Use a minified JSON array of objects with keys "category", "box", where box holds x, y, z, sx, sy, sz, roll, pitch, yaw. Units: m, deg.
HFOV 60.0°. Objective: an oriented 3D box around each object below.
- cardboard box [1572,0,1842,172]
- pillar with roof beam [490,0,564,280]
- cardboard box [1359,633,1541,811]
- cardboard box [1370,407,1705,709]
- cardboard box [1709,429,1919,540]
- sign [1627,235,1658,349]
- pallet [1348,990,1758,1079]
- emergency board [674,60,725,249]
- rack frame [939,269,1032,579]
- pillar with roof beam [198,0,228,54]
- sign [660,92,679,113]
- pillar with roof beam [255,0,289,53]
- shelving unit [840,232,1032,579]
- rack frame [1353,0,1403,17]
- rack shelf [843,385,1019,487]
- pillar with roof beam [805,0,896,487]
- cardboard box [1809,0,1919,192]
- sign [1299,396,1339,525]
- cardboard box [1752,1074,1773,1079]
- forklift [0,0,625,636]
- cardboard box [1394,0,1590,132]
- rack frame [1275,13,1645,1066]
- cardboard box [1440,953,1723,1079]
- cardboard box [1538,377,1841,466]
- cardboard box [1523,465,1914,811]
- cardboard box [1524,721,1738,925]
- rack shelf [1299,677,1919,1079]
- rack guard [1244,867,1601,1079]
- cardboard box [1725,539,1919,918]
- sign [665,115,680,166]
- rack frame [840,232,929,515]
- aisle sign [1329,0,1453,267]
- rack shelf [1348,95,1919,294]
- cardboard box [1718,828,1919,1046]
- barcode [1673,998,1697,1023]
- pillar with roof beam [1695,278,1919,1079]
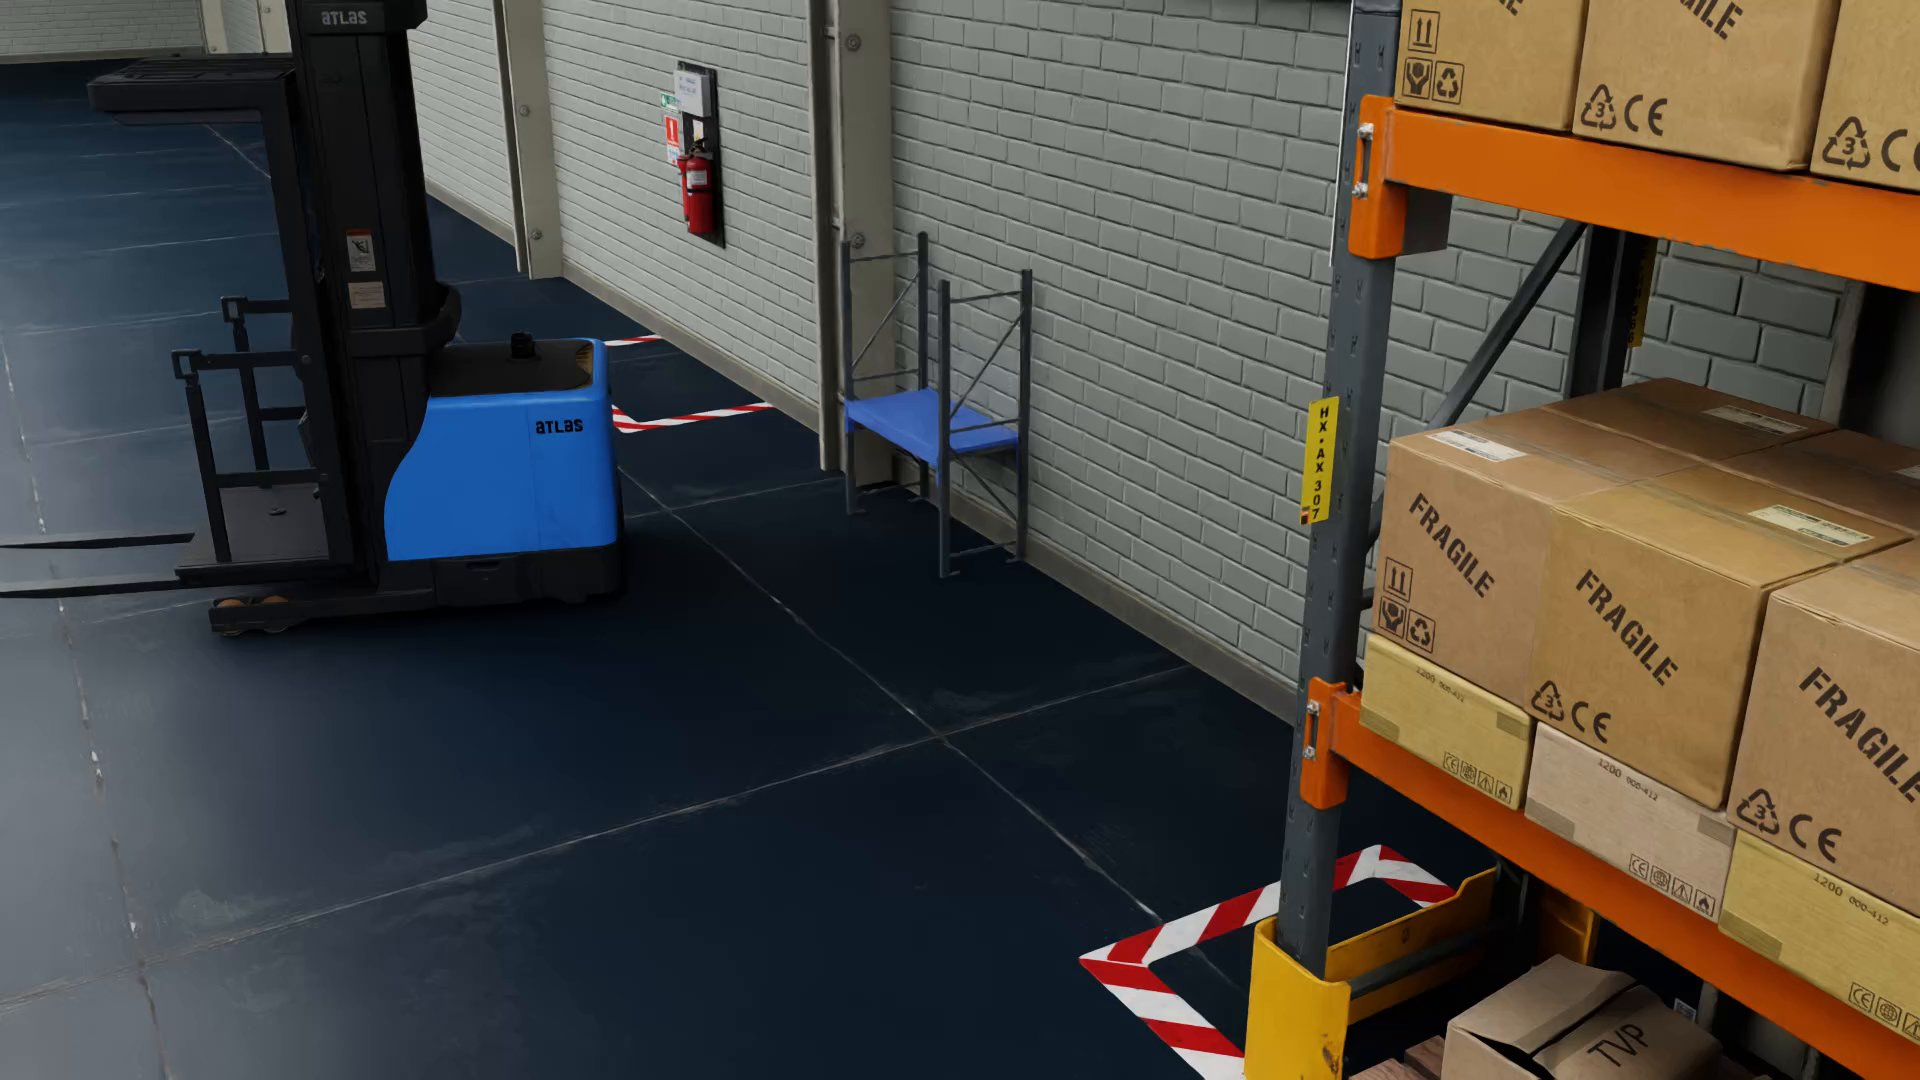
[{"category":"cardboard box","box":[1.568,-1.009,3.166,0.500,0.500,0.500,-11,24,-25]},{"category":"pillar with roof beam","box":[-7.361,-5.676,10.825,9.100,9.000,0.400,-13,25,-28]},{"category":"cardboard box","box":[1.344,0.379,4.069,0.500,0.250,0.500,-13,26,-30]},{"category":"cardboard box","box":[1.354,0.025,3.944,0.500,0.500,0.500,-13,25,-28]},{"category":"cardboard box","box":[2.040,0.089,3.786,0.500,0.500,0.500,-12,25,-28]},{"category":"sign","box":[1.855,-0.684,4.552,0.100,0.325,0.005,-13,25,-28]},{"category":"pallet","box":[1.791,1.686,4.384,1.003,0.211,1.213,-13,25,-28]},{"category":"emergency board","box":[-1.825,-2.590,11.200,0.194,1.169,0.643,-13,25,-28]},{"category":"rack frame","box":[0.121,-0.555,8.130,0.500,1.500,0.032,-12,25,-28]},{"category":"pillar with roof beam","box":[-16.556,-11.503,25.161,9.100,9.000,0.400,-13,25,-28]},{"category":"sign","box":[-2.024,-3.048,11.574,0.001,0.109,0.331,-13,25,-28]},{"category":"pillar with roof beam","box":[-13.491,-9.560,20.382,9.100,9.000,0.400,-13,25,-28]},{"category":"shelving unit","box":[-0.138,-0.719,8.535,0.538,1.500,1.048,-12,25,-28]},{"category":"rack frame","box":[1.368,-2.680,3.453,1.000,3.000,0.127,-13,25,-28]},{"category":"rack shelf","box":[-0.139,-0.552,8.602,0.538,0.185,1.000,-12,25,-28]},{"category":"pillar with roof beam","box":[-4.297,-3.734,6.047,9.100,9.000,0.400,-13,25,-28]},{"category":"cardboard box","box":[1.836,-0.841,2.755,0.500,0.500,0.500,-11,25,-26]},{"category":"sign","box":[0.902,-0.197,4.163,0.100,0.325,0.005,-13,25,-28]},{"category":"cardboard box","box":[1.935,1.567,3.959,0.500,0.311,0.500,-10,24,-24]},{"category":"forklift","box":[-3.201,-1.128,7.694,3.031,2.935,1.130,-4,22,-10]},{"category":"cardboard box","box":[1.324,-1.189,3.611,0.500,0.500,0.500,-12,25,-27]},{"category":"rack frame","box":[1.368,0.100,4.583,1.000,3.000,0.127,-13,25,-28]},{"category":"cardboard box","box":[1.644,1.383,4.413,0.500,0.311,0.500,-16,27,-34]},{"category":"cardboard box","box":[1.792,-0.076,4.192,0.500,0.500,0.500,-13,25,-29]},{"category":"cardboard box","box":[1.597,0.187,3.546,0.500,0.500,0.500,-13,25,-28]},{"category":"cardboard box","box":[1.622,0.544,3.662,0.500,0.250,0.500,-13,26,-30]},{"category":"rack shelf","box":[2.390,1.080,3.126,1.077,0.370,4.000,-13,25,-28]},{"category":"rack guard","box":[1.407,1.282,4.993,1.175,0.500,0.348,-13,25,-28]},{"category":"cardboard box","box":[1.856,0.355,3.131,0.500,0.500,0.500,-14,26,-30]},{"category":"sign","box":[-2.019,-2.805,11.682,0.001,0.329,0.234,-13,25,-28]},{"category":"rack frame","box":[-0.397,-0.882,8.941,0.500,1.500,0.032,-12,25,-28]},{"category":"aisle sign","box":[1.073,-1.070,4.009,0.394,0.787,0.004,-13,25,-28]},{"category":"rack shelf","box":[2.390,-0.309,2.561,1.077,0.370,4.000,-13,25,-28]},{"category":"cardboard box","box":[1.877,0.710,3.253,0.500,0.250,0.500,-13,26,-29]},{"category":"barcode","box":[1.997,1.307,4.586,0.001,0.075,0.075,-13,25,-28]},{"category":"pillar with roof beam","box":[-1.232,-1.791,1.268,9.100,9.000,0.400,-13,25,-28]}]
